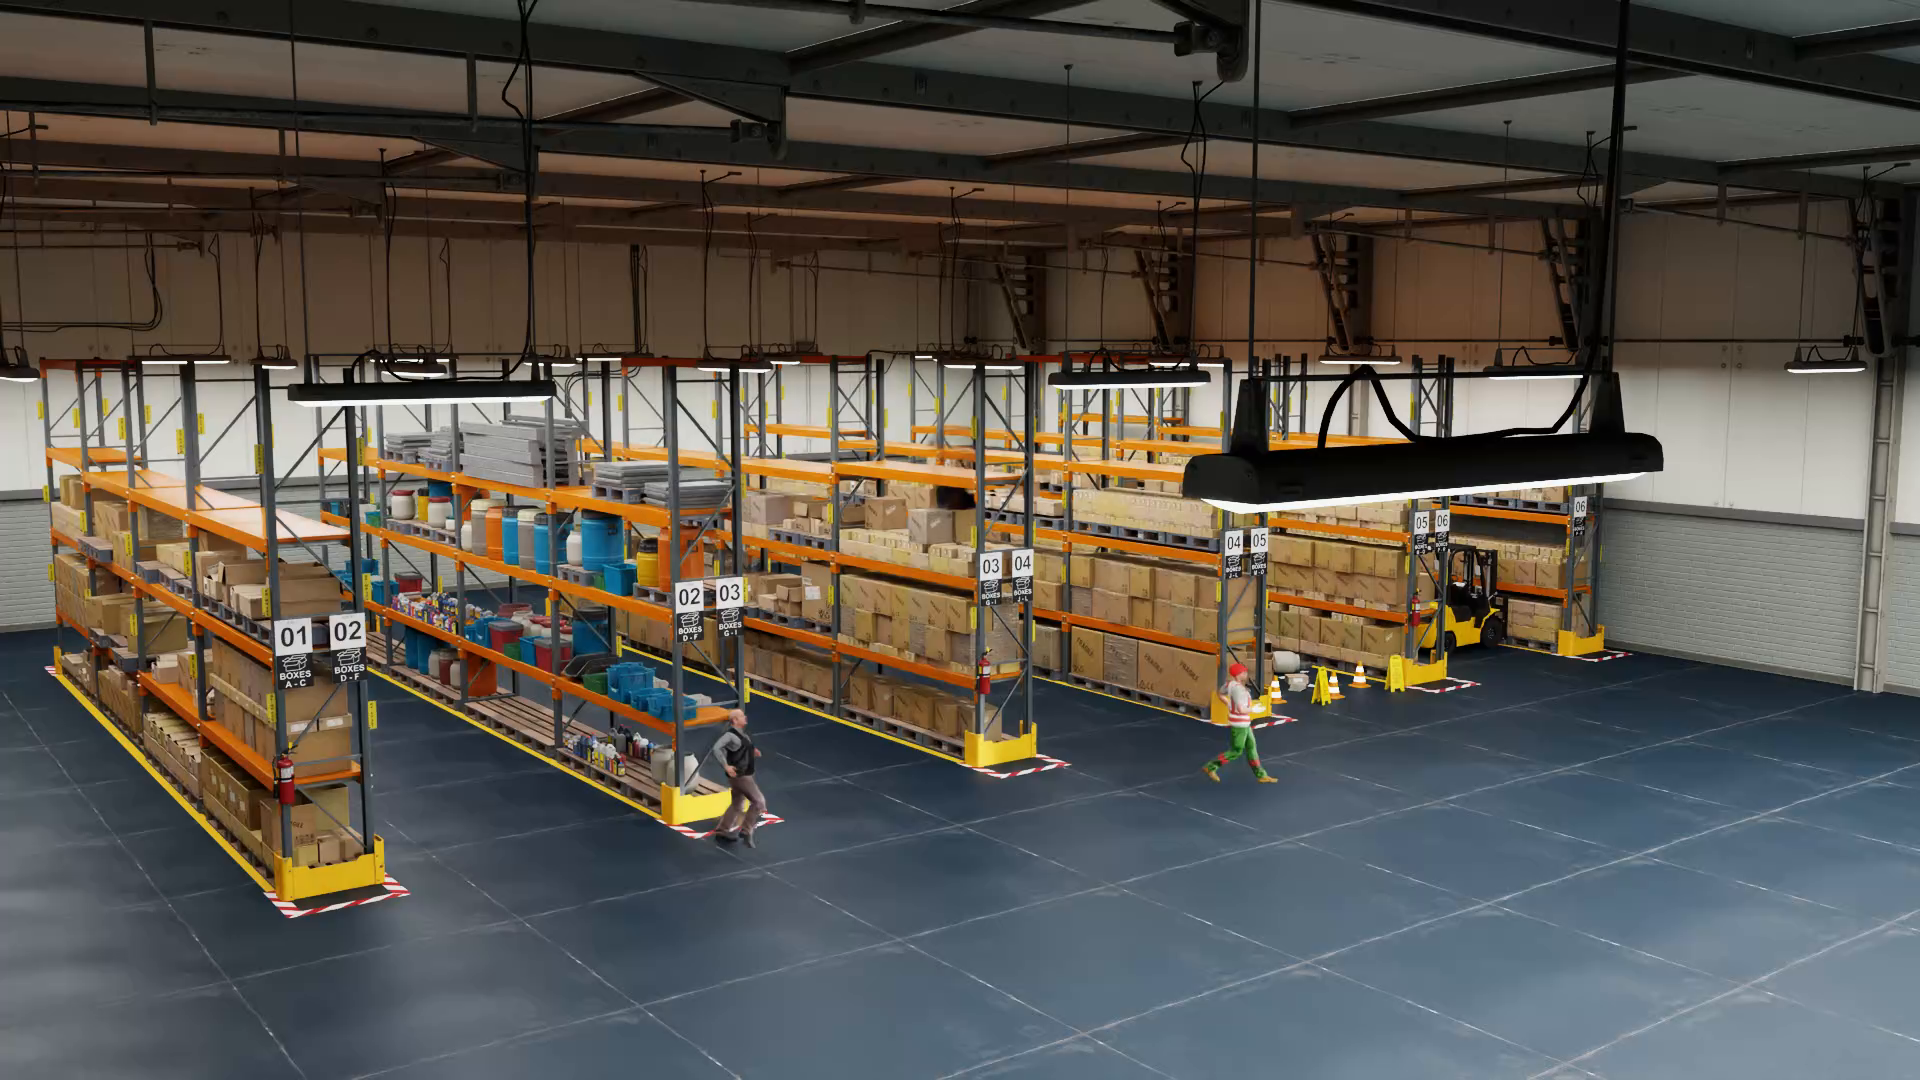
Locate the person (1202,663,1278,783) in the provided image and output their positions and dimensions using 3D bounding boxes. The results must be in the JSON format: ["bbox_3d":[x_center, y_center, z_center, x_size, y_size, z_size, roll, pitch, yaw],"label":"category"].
[{"bbox_3d":[3.986,2.596,23.549,1.092,1.739,0.678,0,7,3],"label":"person"}]

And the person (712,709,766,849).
[{"bbox_3d":[-2.770,2.998,20.904,0.667,1.754,0.645,0,7,-2],"label":"person"}]

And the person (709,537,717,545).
[{"bbox_3d":[-5.875,0.762,39.308,0.734,1.787,0.975,-2,7,-18],"label":"person"}]

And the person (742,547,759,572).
[{"bbox_3d":[-5.237,0.546,41.843,0.651,1.568,0.556,-3,7,-24],"label":"person"}]
